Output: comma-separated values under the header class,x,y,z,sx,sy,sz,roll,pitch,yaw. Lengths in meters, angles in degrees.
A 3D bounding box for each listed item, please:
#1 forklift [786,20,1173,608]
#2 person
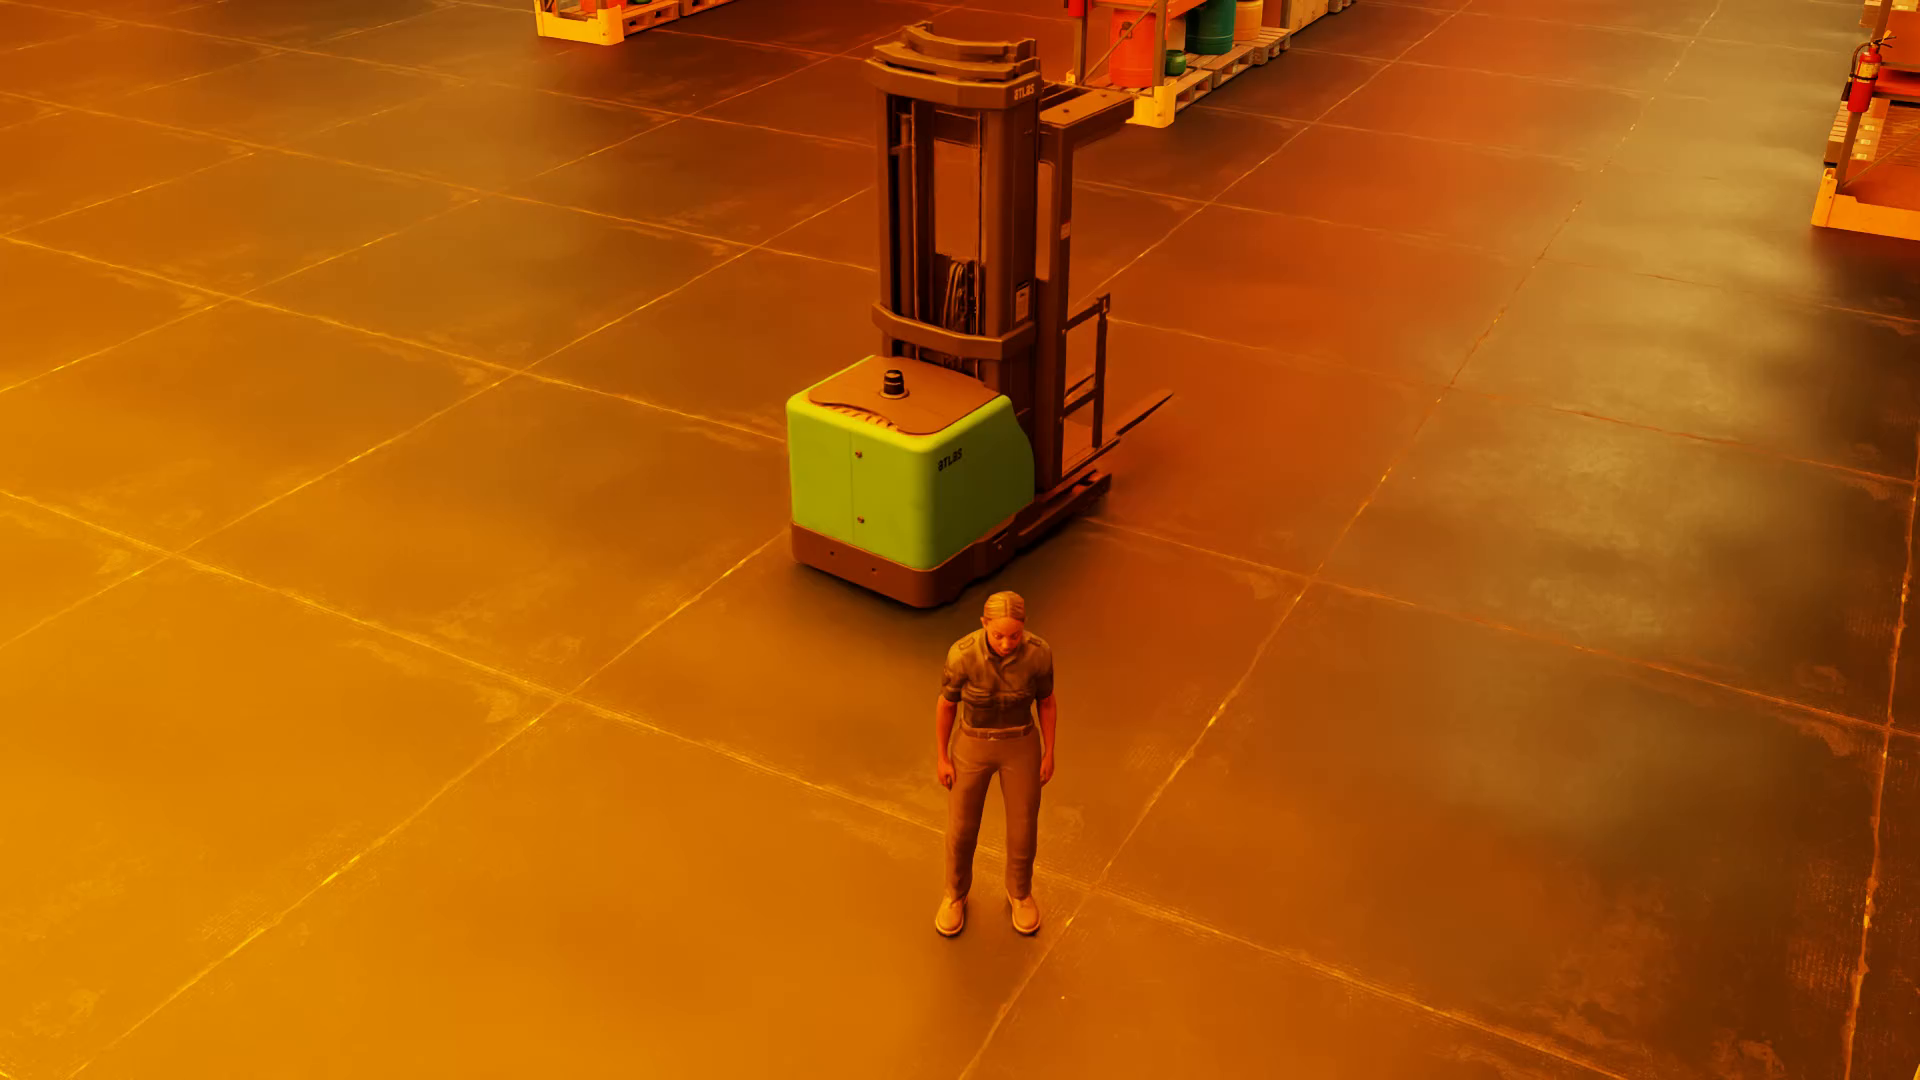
class,x,y,z,sx,sy,sz,roll,pitch,yaw
forklift,0.290,-1.575,9.799,1.130,2.935,3.031,20,36,31
person,0.144,0.888,6.814,0.507,1.654,0.349,-1,30,-3
